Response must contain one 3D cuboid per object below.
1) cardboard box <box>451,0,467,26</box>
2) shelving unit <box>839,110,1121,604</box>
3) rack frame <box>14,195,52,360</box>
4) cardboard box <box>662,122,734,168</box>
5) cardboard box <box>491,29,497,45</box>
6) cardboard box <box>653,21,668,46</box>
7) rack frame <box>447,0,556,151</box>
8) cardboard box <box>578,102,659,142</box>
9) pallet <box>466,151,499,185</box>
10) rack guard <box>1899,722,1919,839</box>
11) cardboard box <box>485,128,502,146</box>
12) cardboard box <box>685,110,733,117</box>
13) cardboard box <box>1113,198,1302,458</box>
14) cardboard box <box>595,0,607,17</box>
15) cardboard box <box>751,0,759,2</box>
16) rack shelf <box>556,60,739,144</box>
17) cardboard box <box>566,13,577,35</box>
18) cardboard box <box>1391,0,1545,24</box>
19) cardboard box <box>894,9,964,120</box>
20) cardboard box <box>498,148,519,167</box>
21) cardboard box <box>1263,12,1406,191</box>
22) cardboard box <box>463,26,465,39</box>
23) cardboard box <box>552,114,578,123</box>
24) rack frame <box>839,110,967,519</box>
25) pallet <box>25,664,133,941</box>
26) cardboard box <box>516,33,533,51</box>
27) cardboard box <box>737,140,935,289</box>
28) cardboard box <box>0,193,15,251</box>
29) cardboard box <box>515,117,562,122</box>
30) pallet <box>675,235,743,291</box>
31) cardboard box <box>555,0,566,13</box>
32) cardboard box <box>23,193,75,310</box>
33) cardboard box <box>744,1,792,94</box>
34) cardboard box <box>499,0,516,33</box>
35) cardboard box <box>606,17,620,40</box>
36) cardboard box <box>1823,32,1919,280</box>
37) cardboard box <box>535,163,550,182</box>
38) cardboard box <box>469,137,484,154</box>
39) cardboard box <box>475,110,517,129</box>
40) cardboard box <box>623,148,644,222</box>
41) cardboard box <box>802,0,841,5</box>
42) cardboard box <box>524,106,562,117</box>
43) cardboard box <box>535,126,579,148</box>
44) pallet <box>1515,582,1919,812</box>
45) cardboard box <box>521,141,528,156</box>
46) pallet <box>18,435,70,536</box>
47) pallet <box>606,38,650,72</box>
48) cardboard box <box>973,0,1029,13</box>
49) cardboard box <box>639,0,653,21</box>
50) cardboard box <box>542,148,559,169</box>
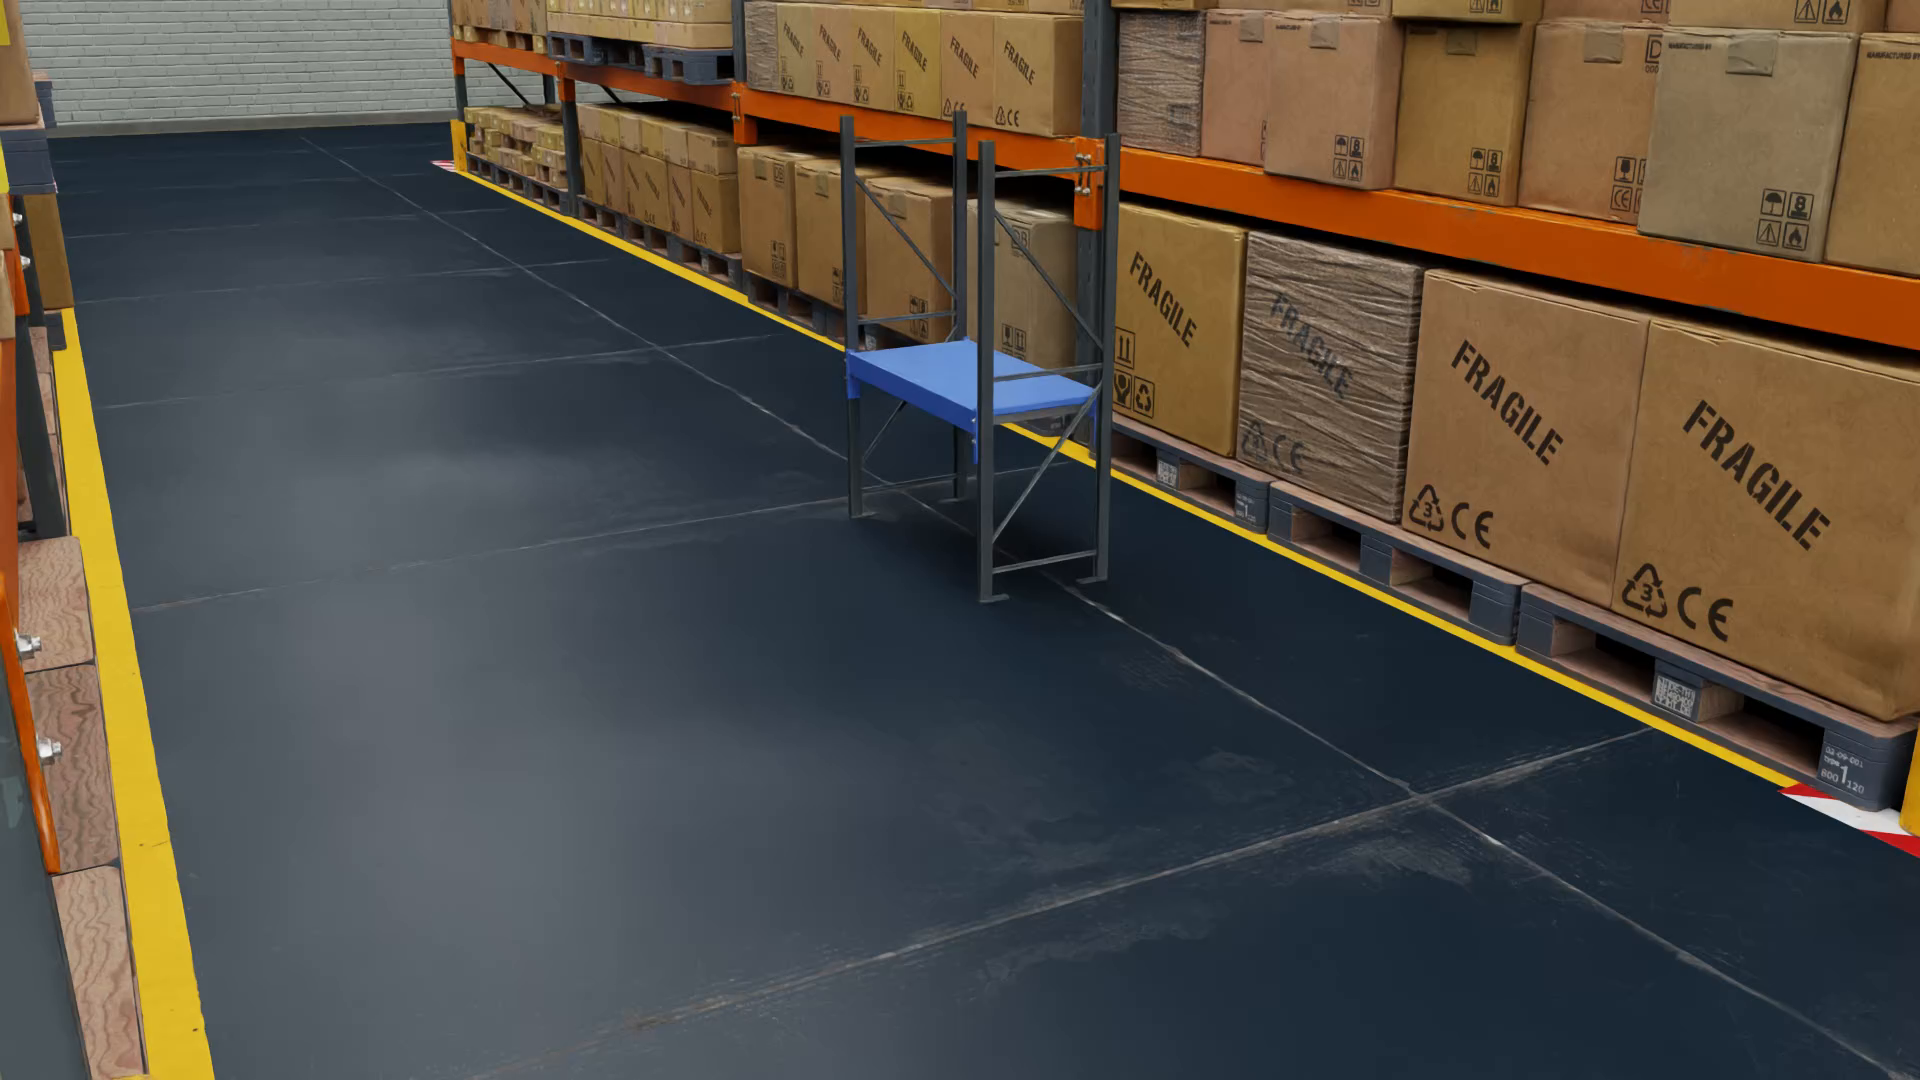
[{"bbox_3d":[-4.757,-5.375,16.500,0.500,0.500,0.500,-9,21,-24],"label":"cardboard box"},{"bbox_3d":[0.041,-0.684,5.816,0.538,1.500,1.048,-10,21,-27],"label":"shelving unit"},{"bbox_3d":[-5.341,-2.323,8.264,1.000,3.000,0.127,-10,21,-27],"label":"rack frame"},{"bbox_3d":[-1.733,-2.732,11.490,0.500,0.250,0.500,-10,21,-26],"label":"cardboard box"},{"bbox_3d":[-4.180,-4.734,15.637,0.380,0.149,0.250,-10,22,-28],"label":"cardboard box"},{"bbox_3d":[-1.805,-3.357,11.004,0.380,0.149,0.250,-10,21,-26],"label":"cardboard box"},{"bbox_3d":[-4.727,-5.359,17.062,1.000,3.000,0.127,-10,21,-27],"label":"rack frame"},{"bbox_3d":[-2.709,-3.329,13.218,0.500,0.250,0.500,-11,22,-29],"label":"cardboard box"},{"bbox_3d":[-4.336,-3.780,16.762,1.003,0.211,1.213,-10,21,-27],"label":"pallet"},{"bbox_3d":[2.882,0.423,4.139,1.175,0.500,0.348,-10,21,-27],"label":"rack guard"},{"bbox_3d":[-4.403,-3.925,16.180,0.380,0.149,0.250,-9,21,-25],"label":"cardboard box"},{"bbox_3d":[-1.755,-3.108,12.578,0.500,0.250,0.500,-11,22,-29],"label":"cardboard box"},{"bbox_3d":[1.209,-0.916,6.802,0.875,0.875,0.875,-10,21,-26],"label":"cardboard box"},{"bbox_3d":[-2.418,-3.870,12.035,0.380,0.149,0.250,-10,22,-28],"label":"cardboard box"},{"bbox_3d":[-1.241,-3.606,11.268,0.380,0.149,0.250,-11,22,-28],"label":"cardboard box"},{"bbox_3d":[-1.878,-3.296,12.188,1.077,0.370,4.000,-10,21,-27],"label":"rack shelf"},{"bbox_3d":[-2.793,-3.955,12.735,0.380,0.149,0.250,-10,21,-26],"label":"cardboard box"},{"bbox_3d":[1.874,-1.917,5.202,0.875,0.550,0.500,-10,21,-27],"label":"cardboard box"},{"bbox_3d":[0.009,-2.359,8.217,0.500,0.500,0.500,-10,21,-26],"label":"cardboard box"},{"bbox_3d":[-4.168,-3.643,15.817,0.380,0.149,0.250,-11,22,-29],"label":"cardboard box"},{"bbox_3d":[1.591,-1.553,5.803,0.875,0.550,0.550,-10,21,-27],"label":"cardboard box"},{"bbox_3d":[-4.704,-5.029,16.493,0.380,0.149,0.250,-9,21,-25],"label":"cardboard box"},{"bbox_3d":[-3.677,-3.997,15.930,0.380,0.149,0.250,-11,22,-28],"label":"cardboard box"},{"bbox_3d":[-0.201,-0.830,6.239,0.500,1.500,0.032,-10,21,-27],"label":"rack frame"},{"bbox_3d":[-2.508,0.682,3.832,1.003,0.211,1.213,-10,21,-27],"label":"pallet"},{"bbox_3d":[-3.718,-4.431,14.760,0.380,0.149,0.250,-11,22,-29],"label":"cardboard box"},{"bbox_3d":[-0.718,-2.008,10.158,1.050,0.750,0.750,-10,22,-27],"label":"cardboard box"},{"bbox_3d":[-2.688,-0.831,4.325,0.380,0.149,0.250,-10,21,-27],"label":"cardboard box"},{"bbox_3d":[-3.931,-3.856,15.521,0.380,0.149,0.250,-10,21,-27],"label":"cardboard box"},{"bbox_3d":[-1.298,-1.968,11.512,1.003,0.211,1.213,-10,21,-27],"label":"pallet"},{"bbox_3d":[-2.920,-4.172,12.909,0.380,0.149,0.250,-10,22,-28],"label":"cardboard box"},{"bbox_3d":[-5.650,-1.718,9.126,1.225,0.875,0.875,-11,22,-29],"label":"cardboard box"},{"bbox_3d":[-0.952,-2.939,9.896,0.500,0.500,0.500,-10,21,-26],"label":"cardboard box"},{"bbox_3d":[-3.786,-4.785,14.792,0.500,0.500,0.500,-10,21,-27],"label":"cardboard box"},{"bbox_3d":[-2.303,-3.659,11.878,0.380,0.149,0.250,-11,22,-29],"label":"cardboard box"},{"bbox_3d":[2.655,-0.936,4.015,0.875,0.550,0.550,-10,21,-27],"label":"cardboard box"},{"bbox_3d":[-3.545,-3.274,14.749,0.380,0.149,0.250,-11,22,-28],"label":"cardboard box"},{"bbox_3d":[-4.760,-4.009,16.879,0.380,0.149,0.250,-10,21,-26],"label":"cardboard box"},{"bbox_3d":[-4.533,-4.135,16.331,0.380,0.149,0.250,-10,21,-27],"label":"cardboard box"},{"bbox_3d":[-2.196,-2.674,12.471,0.500,0.500,0.500,-10,21,-26],"label":"cardboard box"},{"bbox_3d":[-0.482,-3.307,9.429,0.700,0.500,0.500,-10,22,-27],"label":"cardboard box"},{"bbox_3d":[-4.184,-4.297,16.800,0.380,0.149,0.250,-10,21,-26],"label":"cardboard box"},{"bbox_3d":[-3.506,-3.542,14.612,0.380,0.149,0.250,-10,22,-27],"label":"cardboard box"},{"bbox_3d":[2.423,0.335,4.836,1.003,0.211,1.213,-10,21,-27],"label":"pallet"},{"bbox_3d":[-3.819,-3.630,15.324,0.380,0.149,0.250,-11,22,-29],"label":"cardboard box"},{"bbox_3d":[-3.812,-0.080,6.038,1.003,0.211,1.213,-10,21,-27],"label":"pallet"},{"bbox_3d":[-1.904,-3.533,12.066,1.003,0.211,1.213,-10,21,-27],"label":"pallet"},{"bbox_3d":[0.485,-2.723,7.737,0.700,0.500,0.500,-10,22,-28],"label":"cardboard box"},{"bbox_3d":[-1.937,-3.577,11.184,0.380,0.149,0.250,-10,21,-27],"label":"cardboard box"},{"bbox_3d":[-3.396,-3.319,14.421,0.380,0.149,0.250,-11,22,-29],"label":"cardboard box"}]
